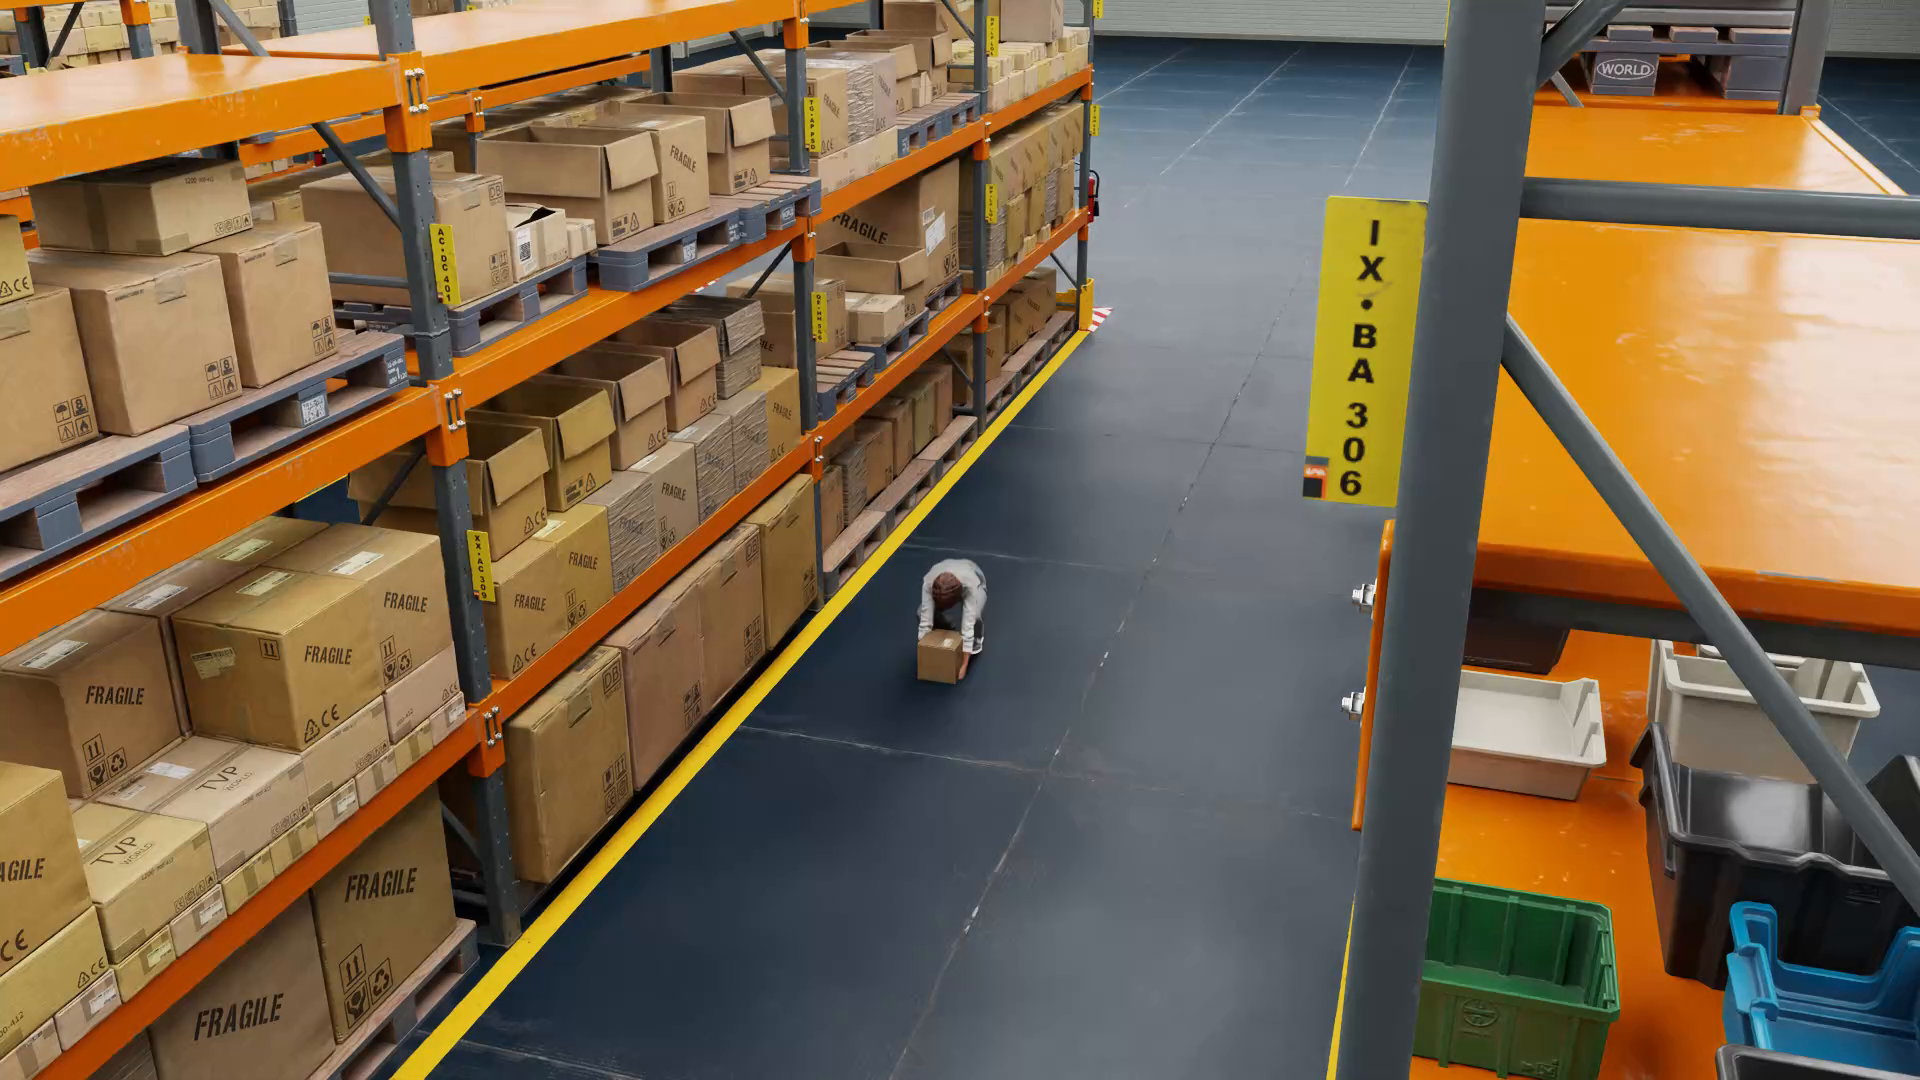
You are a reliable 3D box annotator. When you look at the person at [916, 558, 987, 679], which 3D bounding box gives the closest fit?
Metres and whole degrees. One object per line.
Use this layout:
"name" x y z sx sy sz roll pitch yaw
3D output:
"person" -0.051 0.454 10.748 0.432 0.776 0.832 6 23 15
